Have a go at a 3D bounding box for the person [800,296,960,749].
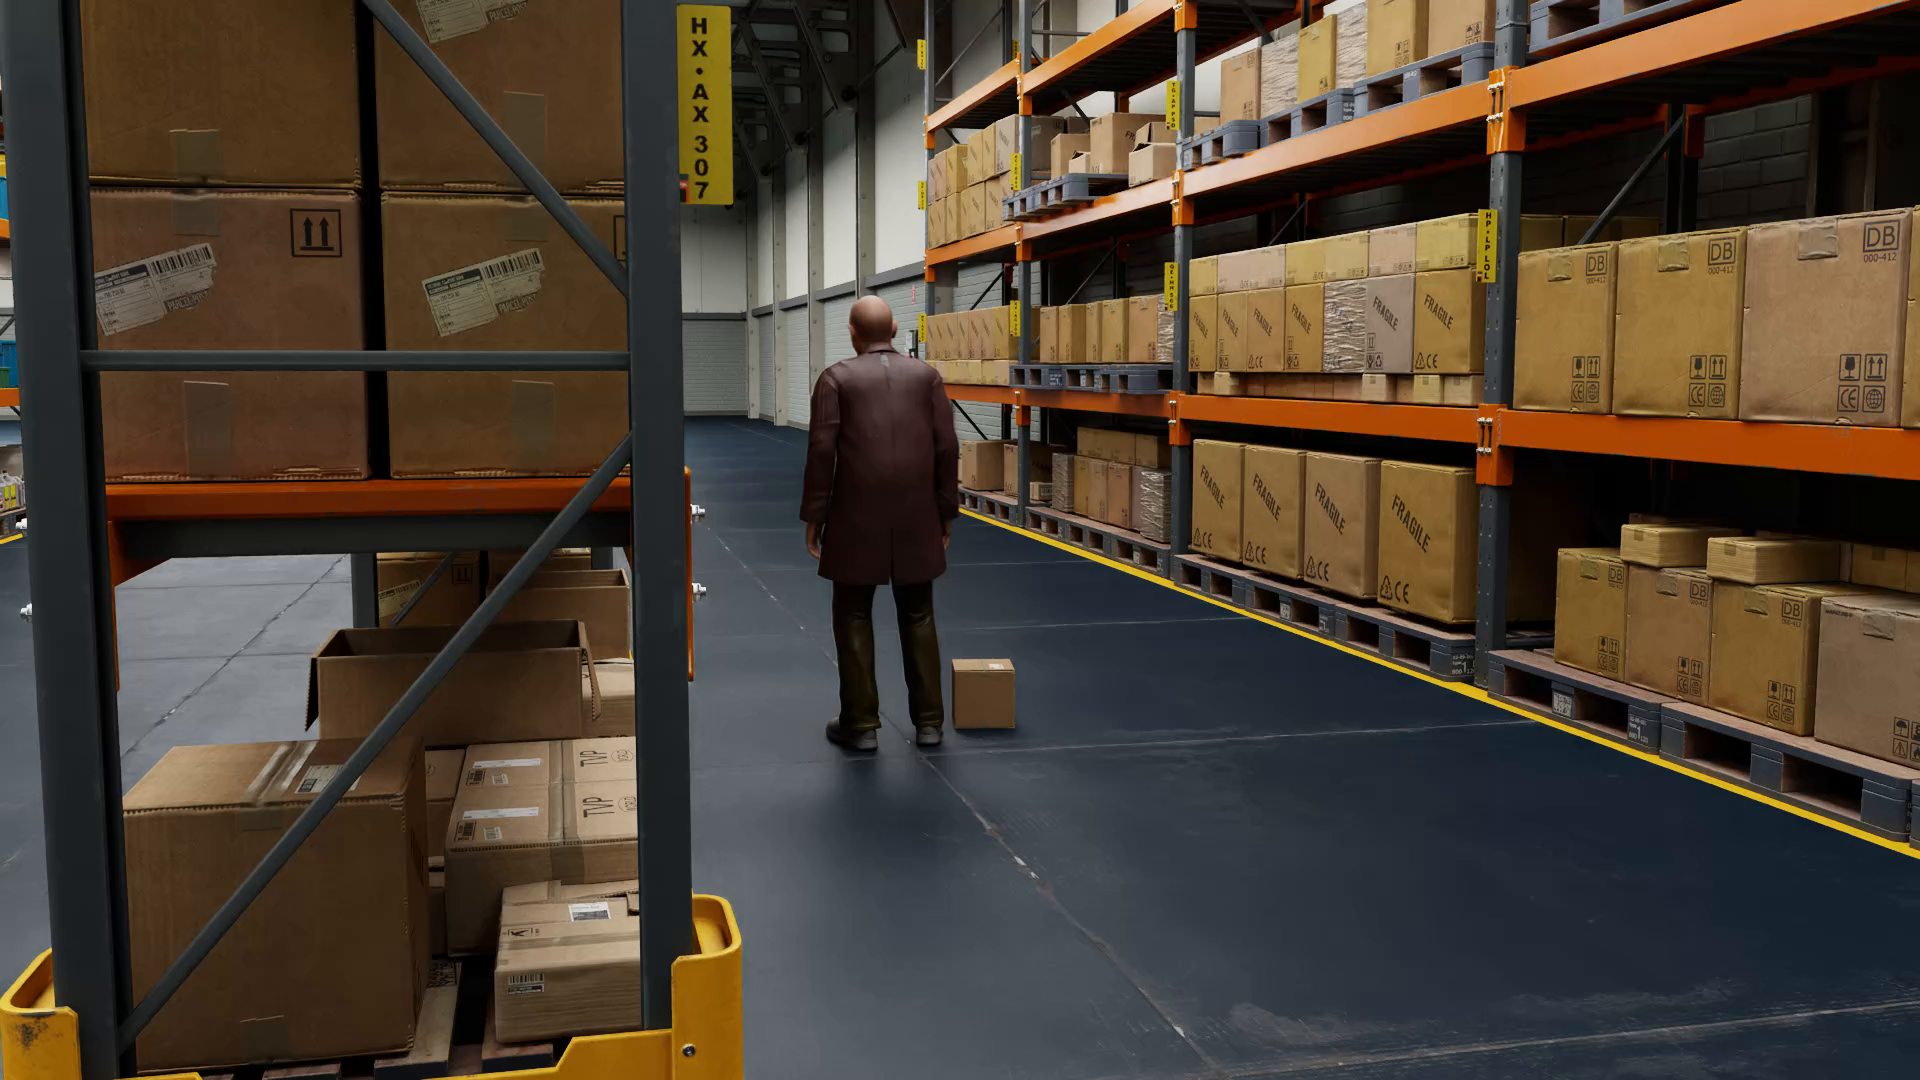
[{"bbox_3d":[-0.313,-0.073,6.580,0.650,1.774,0.421,-2,6,-17],"label":"person"}]
